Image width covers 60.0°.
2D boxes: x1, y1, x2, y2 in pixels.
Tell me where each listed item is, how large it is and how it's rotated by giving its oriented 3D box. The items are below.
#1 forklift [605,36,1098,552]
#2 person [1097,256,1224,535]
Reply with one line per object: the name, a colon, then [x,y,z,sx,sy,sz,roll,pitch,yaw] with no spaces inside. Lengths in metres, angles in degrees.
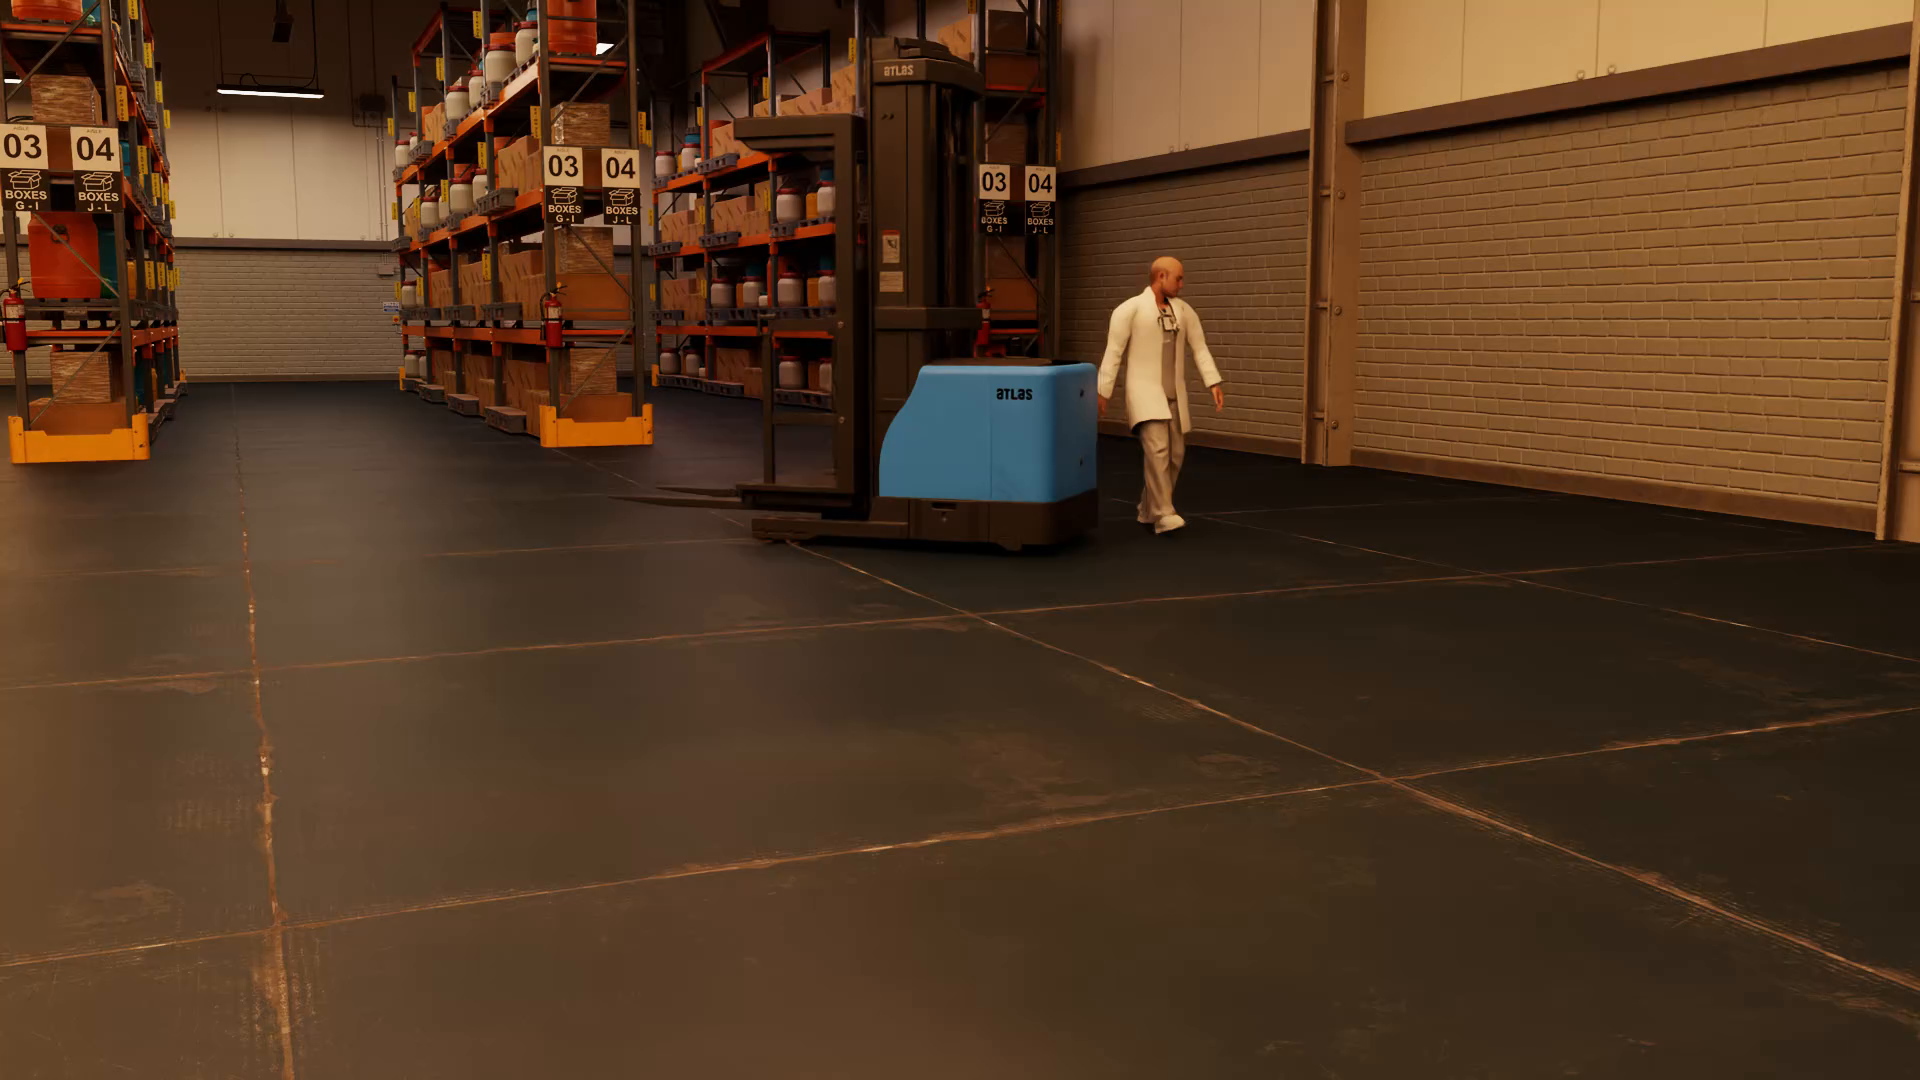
forklift: [-0.721,-1.481,10.175,3.031,2.935,1.130,3,8,20]
person: [1.263,-0.908,10.475,0.763,1.740,0.843,-4,9,-31]
